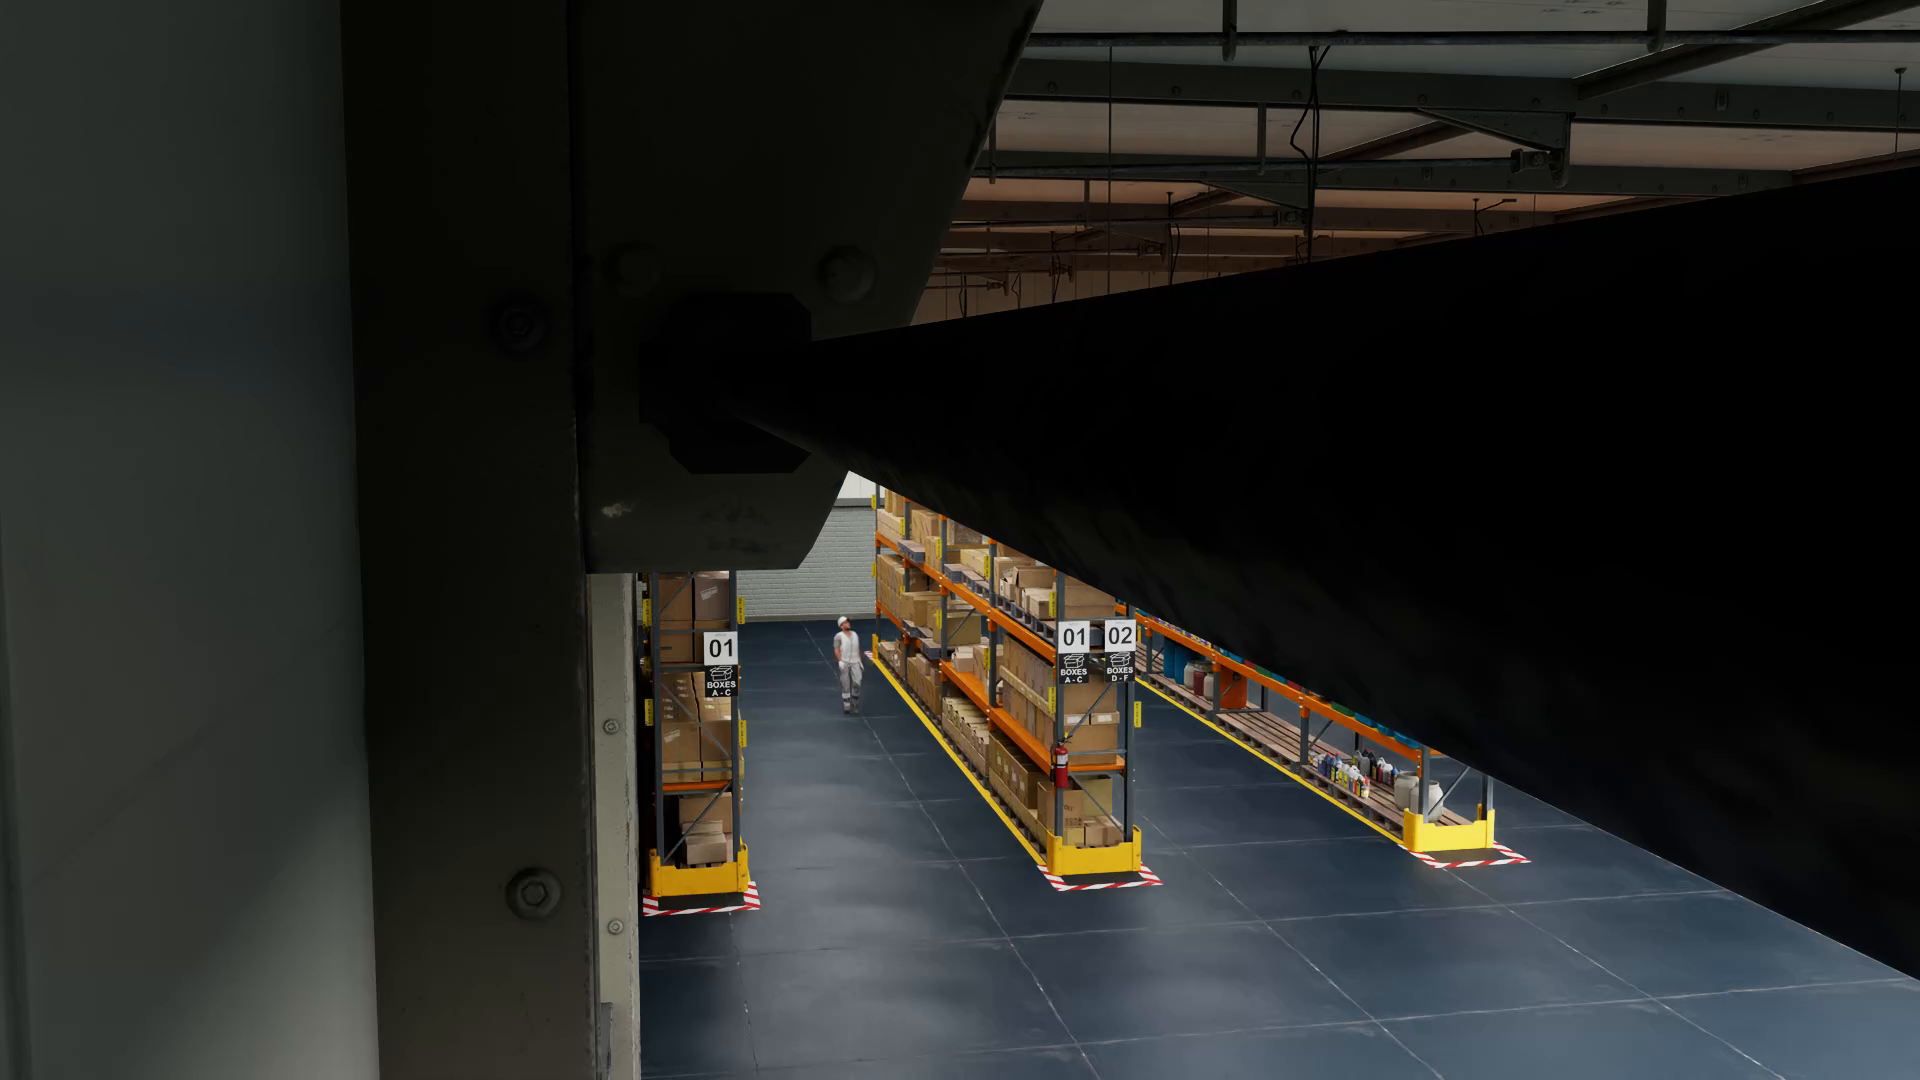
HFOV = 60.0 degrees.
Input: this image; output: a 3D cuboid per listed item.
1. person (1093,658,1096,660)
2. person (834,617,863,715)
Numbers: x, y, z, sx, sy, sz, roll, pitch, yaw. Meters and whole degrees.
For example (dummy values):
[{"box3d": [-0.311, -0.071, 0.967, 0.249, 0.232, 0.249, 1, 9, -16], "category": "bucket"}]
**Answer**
[{"box3d": [2.252, 2.584, 29.501, 0.341, 1.312, 0.522, 1, 6, 14], "category": "person"}, {"box3d": [-2.046, 2.317, 30.500, 0.522, 1.773, 0.580, 0, 6, 0], "category": "person"}]
